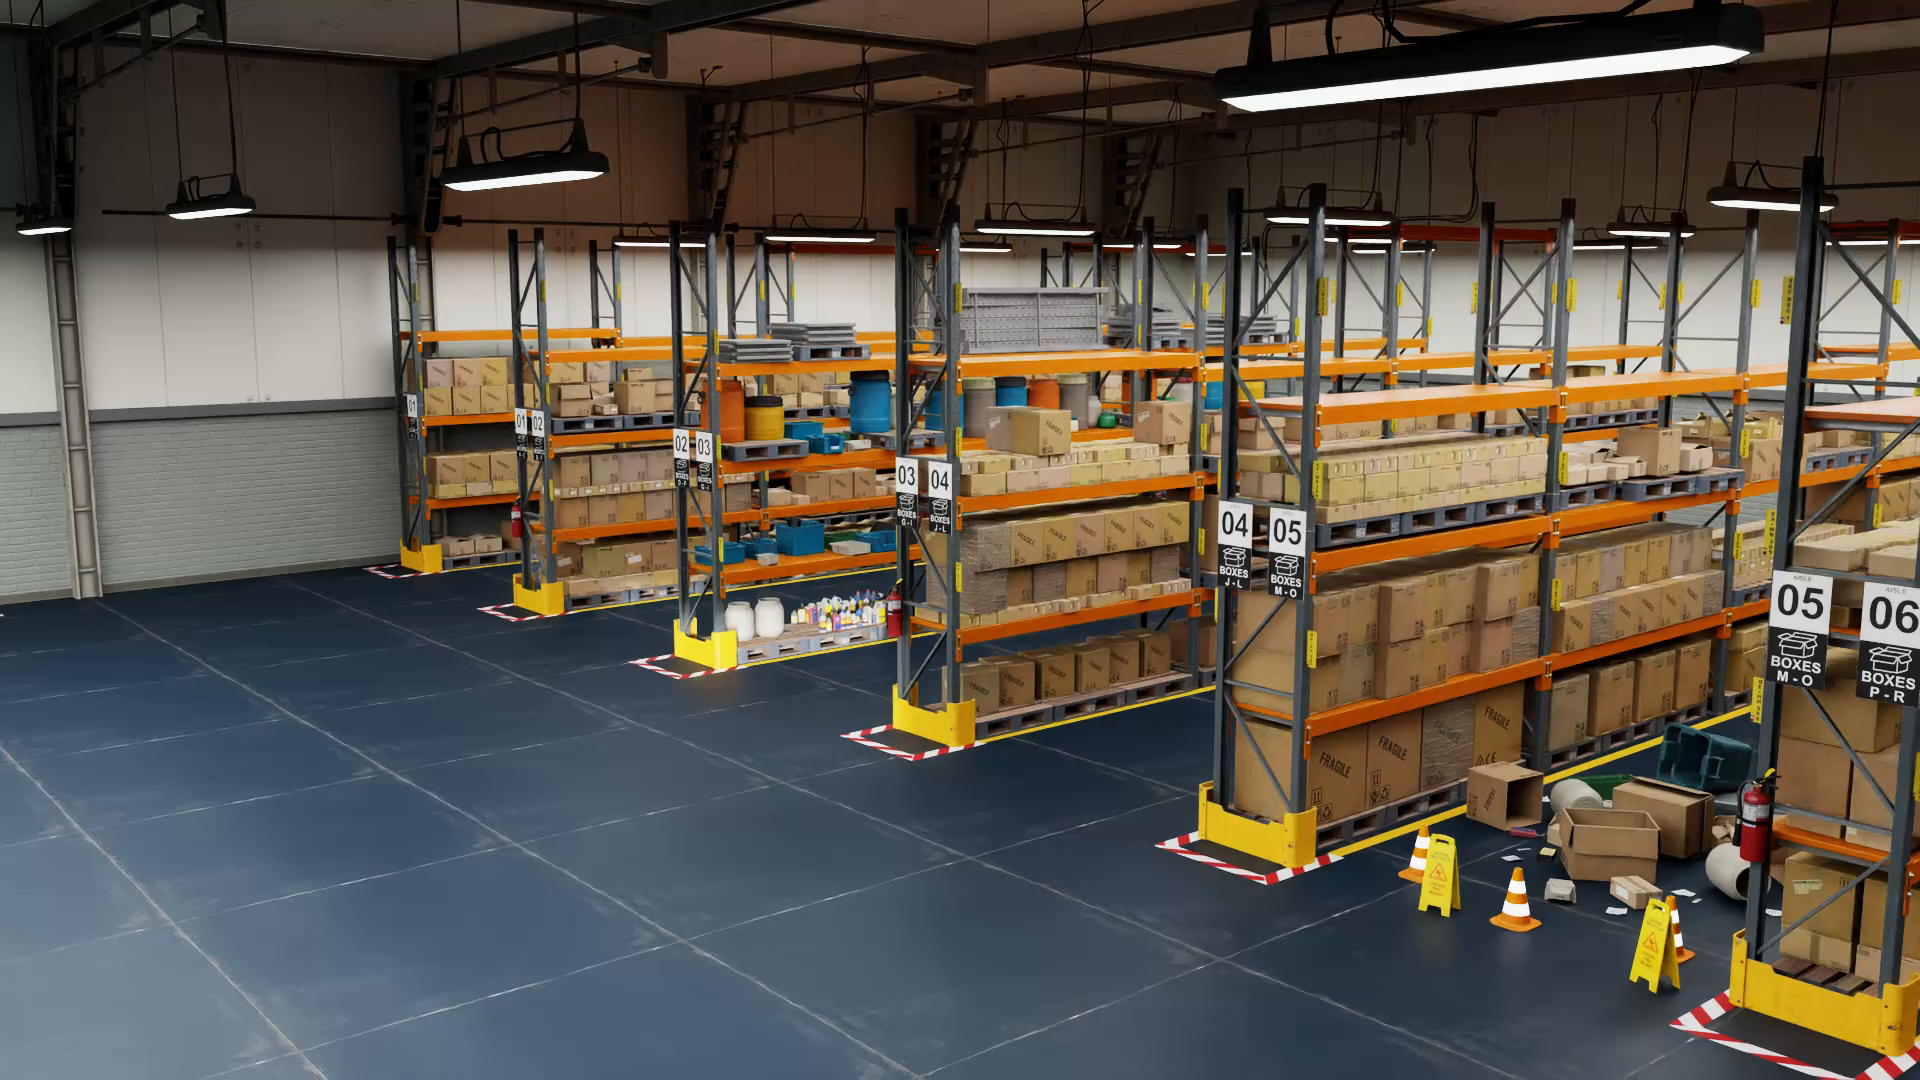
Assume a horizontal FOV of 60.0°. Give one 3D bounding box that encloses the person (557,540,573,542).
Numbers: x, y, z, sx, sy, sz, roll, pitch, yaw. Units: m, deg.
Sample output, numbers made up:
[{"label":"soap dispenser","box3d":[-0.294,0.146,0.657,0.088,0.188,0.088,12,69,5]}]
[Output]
[{"label":"person","box3d":[-6.733,0.058,28.551,0.747,1.493,0.564,-7,11,-37]}]
